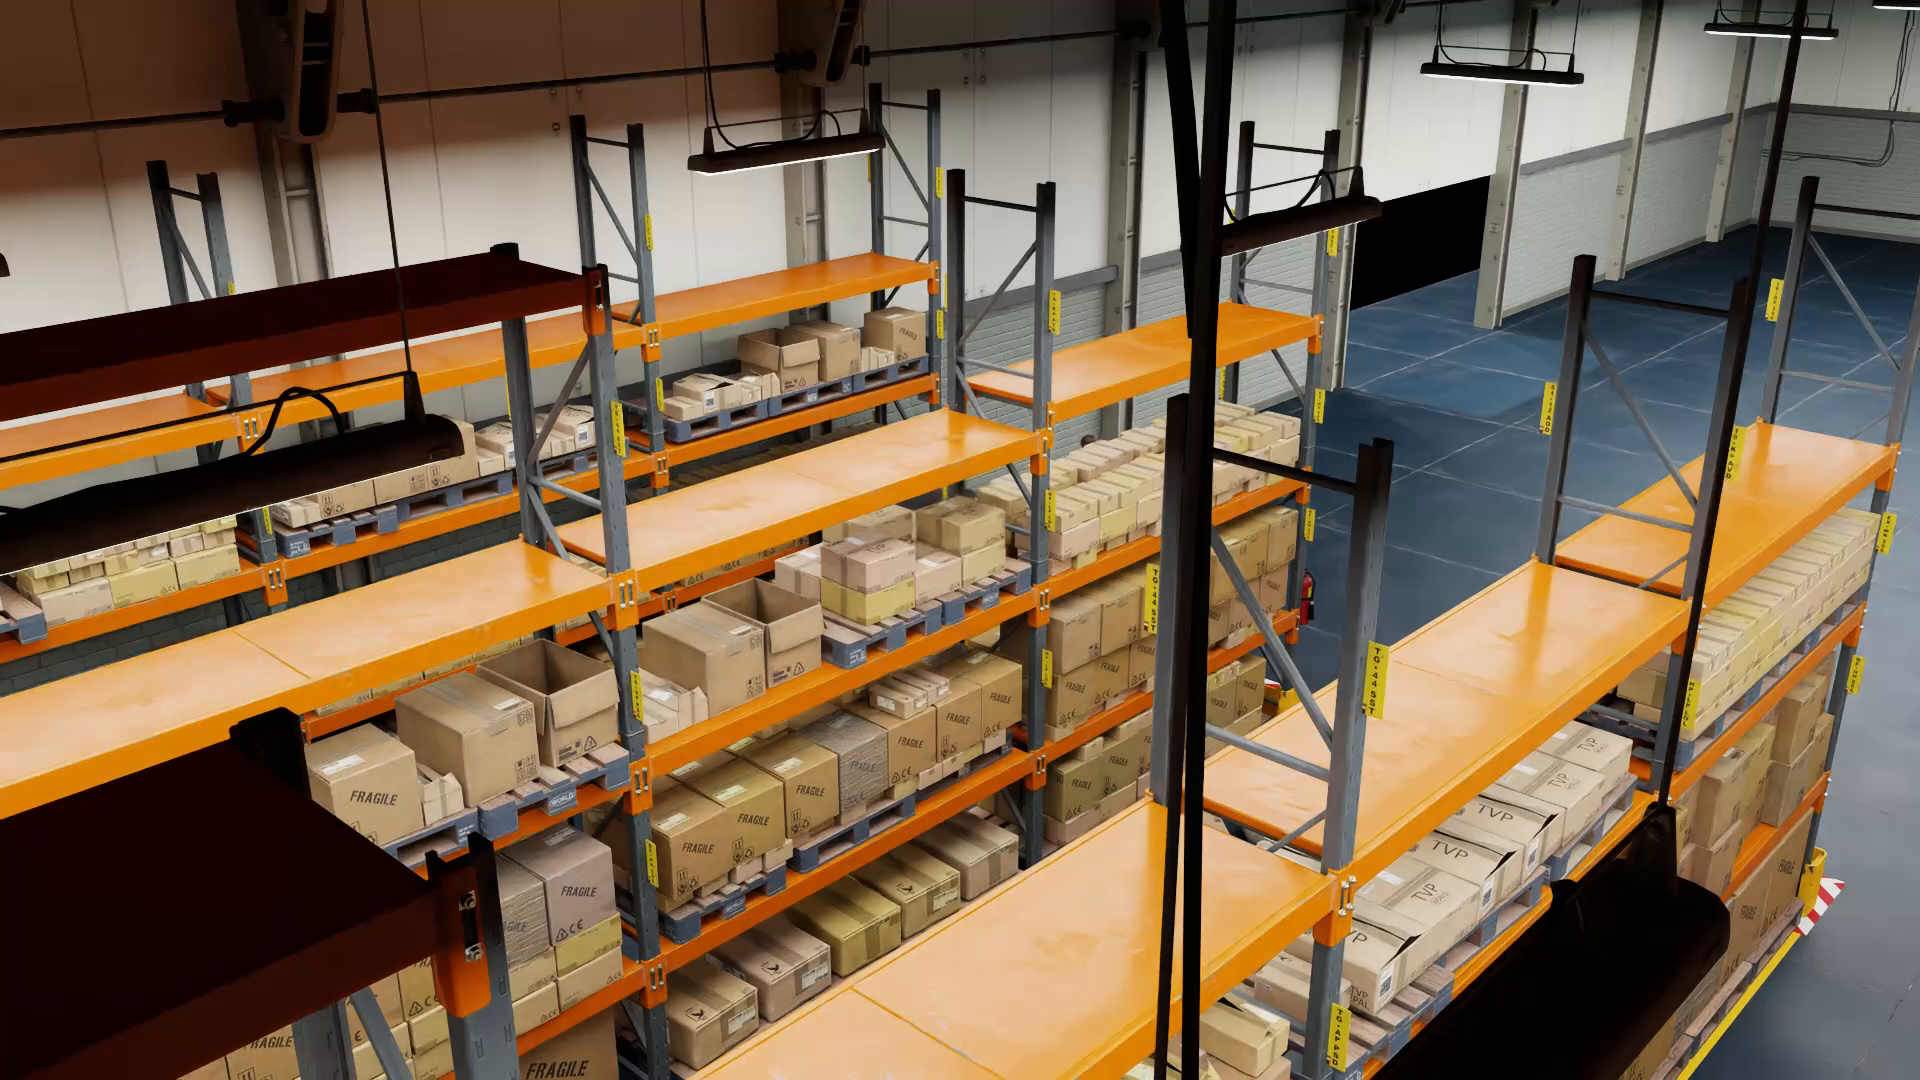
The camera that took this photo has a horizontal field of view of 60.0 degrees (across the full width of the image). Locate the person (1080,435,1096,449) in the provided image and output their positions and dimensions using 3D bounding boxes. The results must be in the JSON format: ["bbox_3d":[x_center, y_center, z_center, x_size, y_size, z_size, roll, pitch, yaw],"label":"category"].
[{"bbox_3d":[1.650,-0.566,21.152,0.905,1.633,0.459,-14,25,-33],"label":"person"}]
